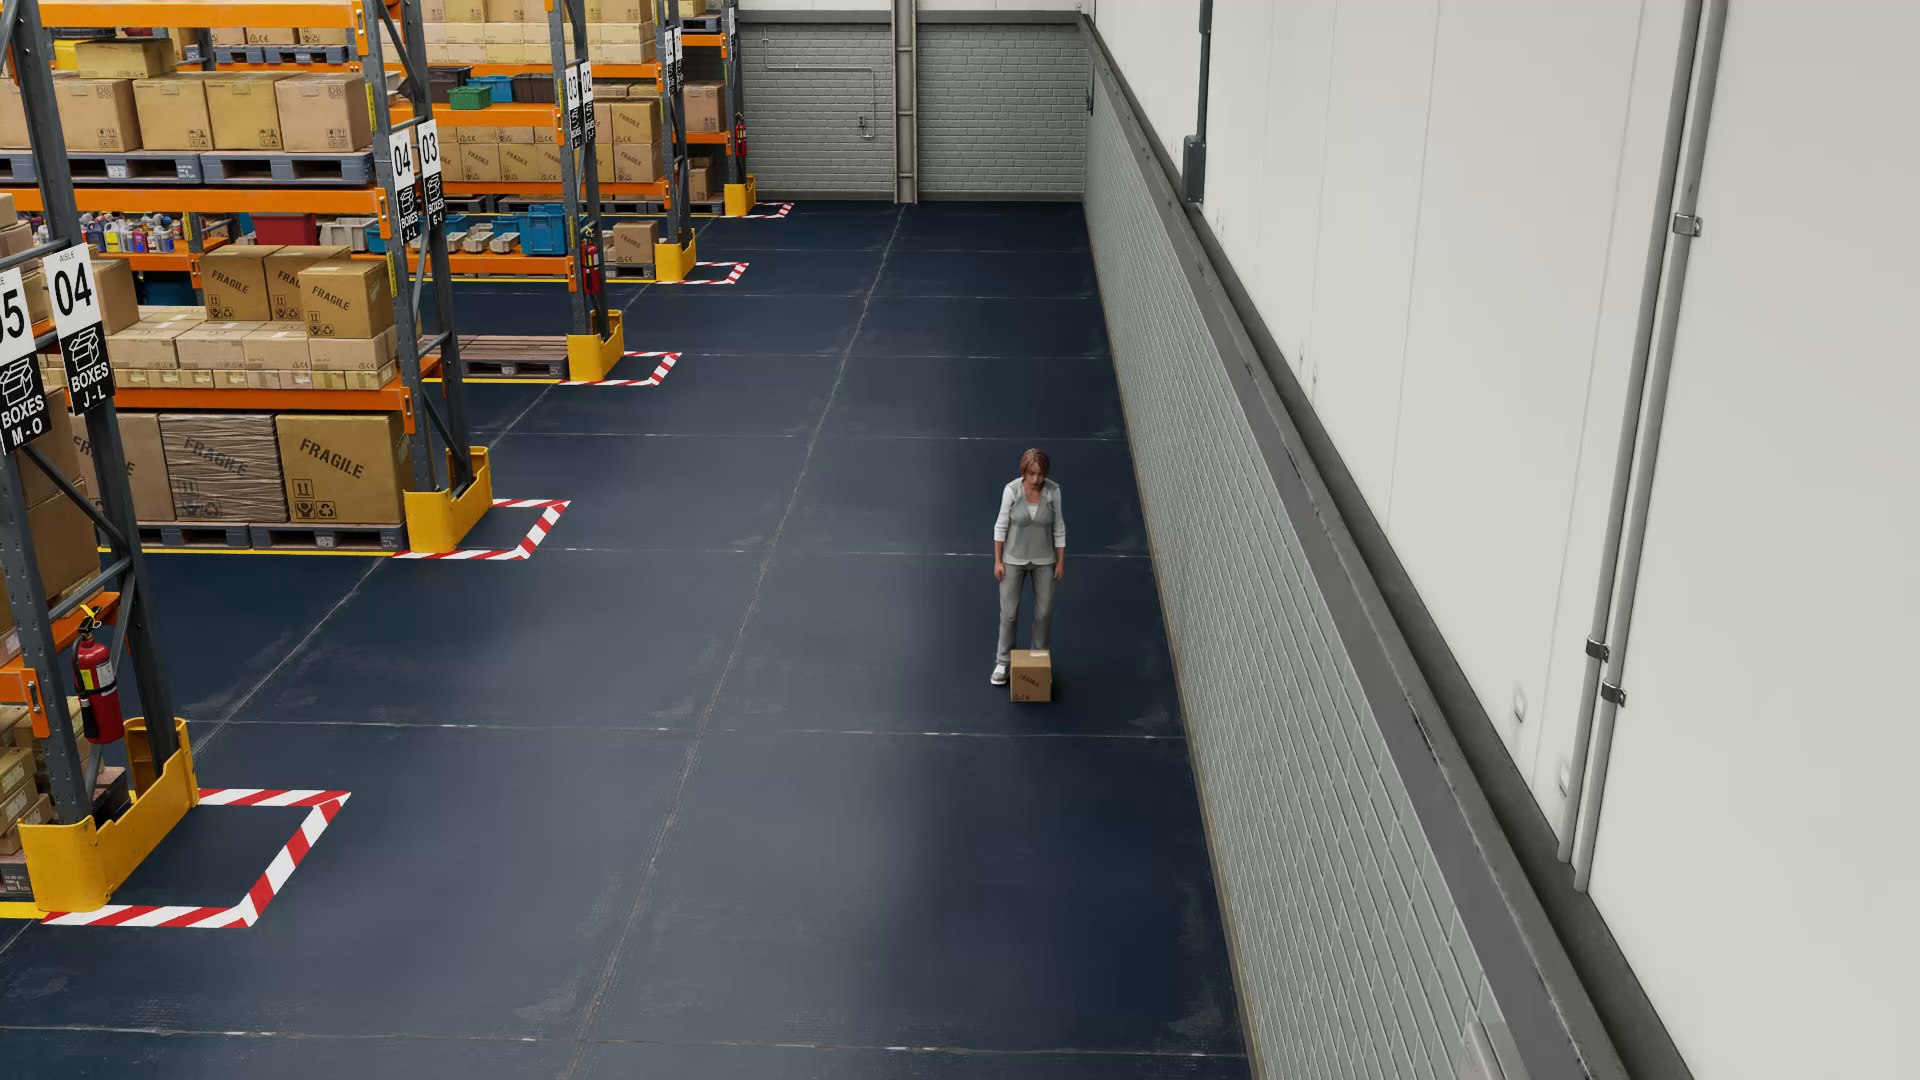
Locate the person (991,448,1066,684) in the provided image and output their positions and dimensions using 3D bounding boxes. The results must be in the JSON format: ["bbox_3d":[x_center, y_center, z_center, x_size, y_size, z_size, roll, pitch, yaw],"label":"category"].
[{"bbox_3d":[0.441,0.158,10.689,0.478,1.591,0.345,-1,21,-1],"label":"person"}]
